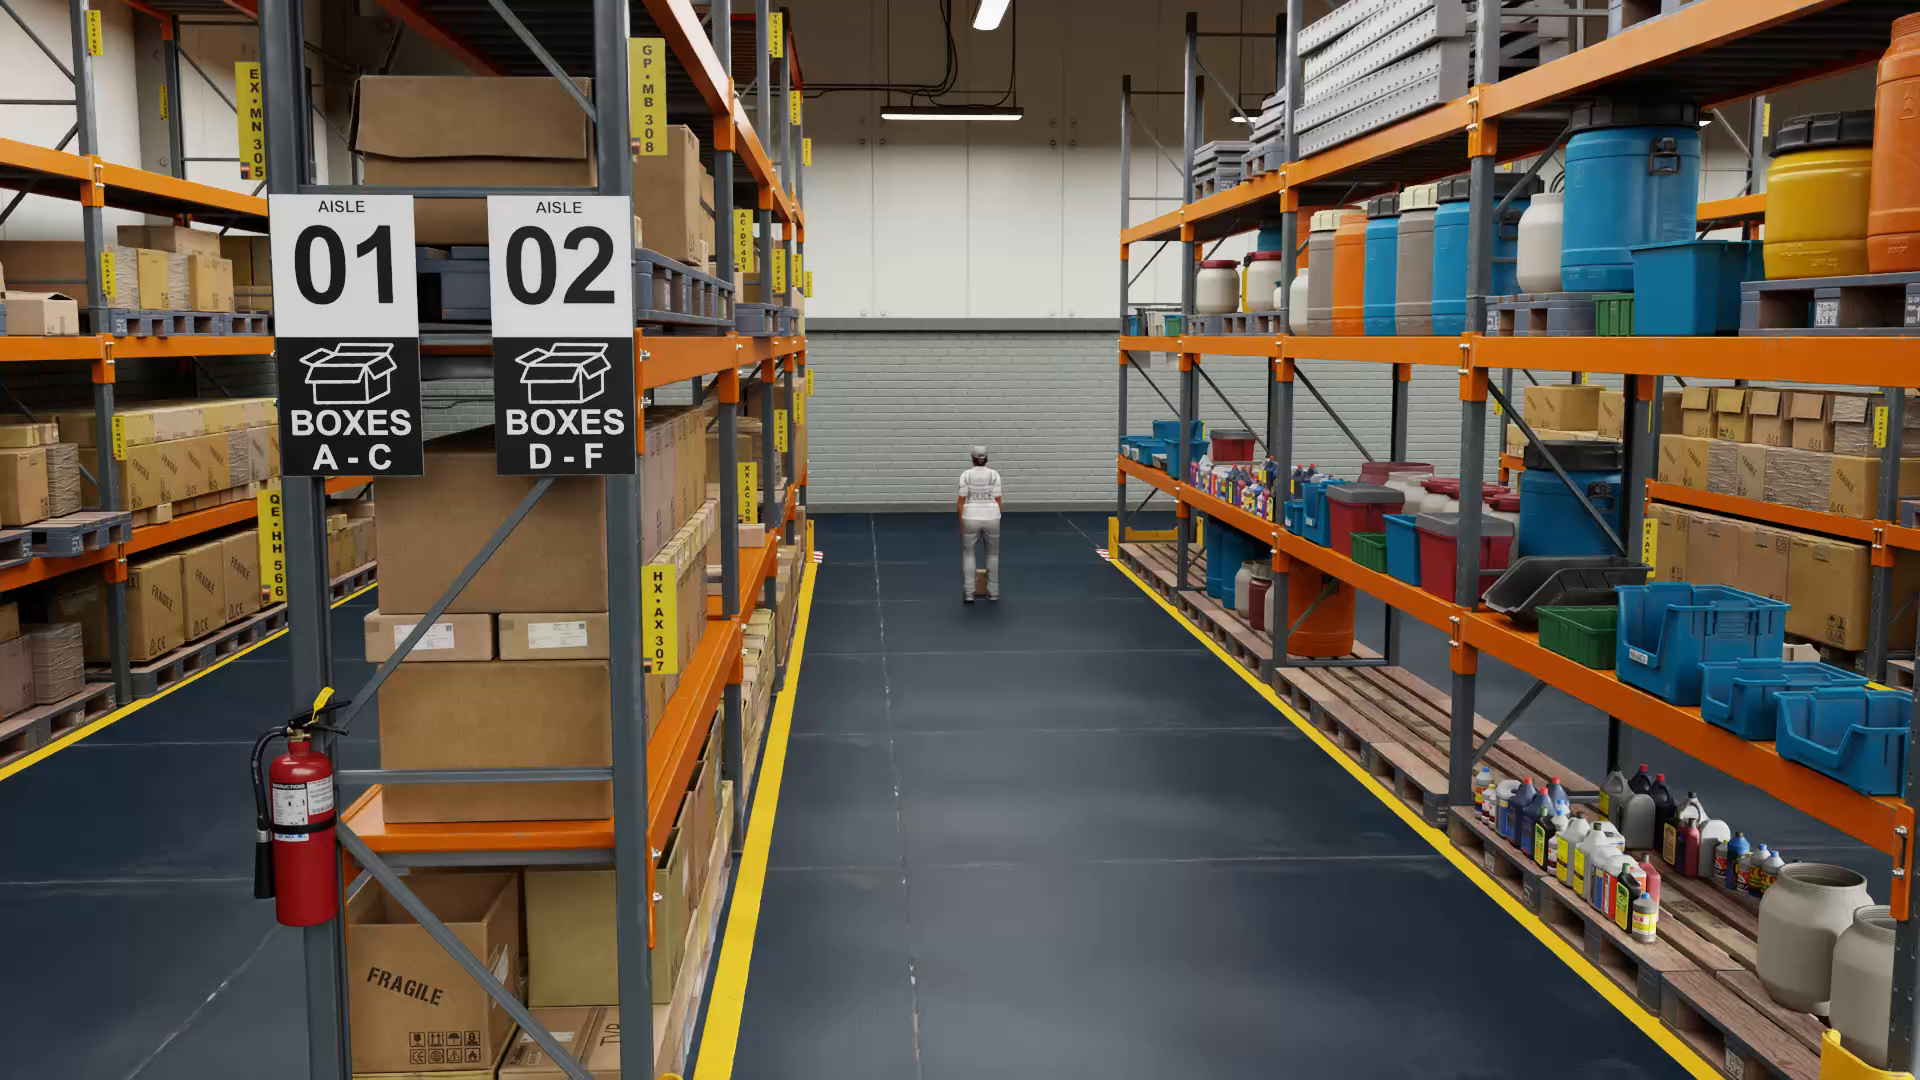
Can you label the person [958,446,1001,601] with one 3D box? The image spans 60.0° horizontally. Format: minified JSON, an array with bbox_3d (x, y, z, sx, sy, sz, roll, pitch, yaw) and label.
[{"bbox_3d":[0.205,-0.170,17.726,0.466,1.675,0.390,0,7,-2],"label":"person"}]
